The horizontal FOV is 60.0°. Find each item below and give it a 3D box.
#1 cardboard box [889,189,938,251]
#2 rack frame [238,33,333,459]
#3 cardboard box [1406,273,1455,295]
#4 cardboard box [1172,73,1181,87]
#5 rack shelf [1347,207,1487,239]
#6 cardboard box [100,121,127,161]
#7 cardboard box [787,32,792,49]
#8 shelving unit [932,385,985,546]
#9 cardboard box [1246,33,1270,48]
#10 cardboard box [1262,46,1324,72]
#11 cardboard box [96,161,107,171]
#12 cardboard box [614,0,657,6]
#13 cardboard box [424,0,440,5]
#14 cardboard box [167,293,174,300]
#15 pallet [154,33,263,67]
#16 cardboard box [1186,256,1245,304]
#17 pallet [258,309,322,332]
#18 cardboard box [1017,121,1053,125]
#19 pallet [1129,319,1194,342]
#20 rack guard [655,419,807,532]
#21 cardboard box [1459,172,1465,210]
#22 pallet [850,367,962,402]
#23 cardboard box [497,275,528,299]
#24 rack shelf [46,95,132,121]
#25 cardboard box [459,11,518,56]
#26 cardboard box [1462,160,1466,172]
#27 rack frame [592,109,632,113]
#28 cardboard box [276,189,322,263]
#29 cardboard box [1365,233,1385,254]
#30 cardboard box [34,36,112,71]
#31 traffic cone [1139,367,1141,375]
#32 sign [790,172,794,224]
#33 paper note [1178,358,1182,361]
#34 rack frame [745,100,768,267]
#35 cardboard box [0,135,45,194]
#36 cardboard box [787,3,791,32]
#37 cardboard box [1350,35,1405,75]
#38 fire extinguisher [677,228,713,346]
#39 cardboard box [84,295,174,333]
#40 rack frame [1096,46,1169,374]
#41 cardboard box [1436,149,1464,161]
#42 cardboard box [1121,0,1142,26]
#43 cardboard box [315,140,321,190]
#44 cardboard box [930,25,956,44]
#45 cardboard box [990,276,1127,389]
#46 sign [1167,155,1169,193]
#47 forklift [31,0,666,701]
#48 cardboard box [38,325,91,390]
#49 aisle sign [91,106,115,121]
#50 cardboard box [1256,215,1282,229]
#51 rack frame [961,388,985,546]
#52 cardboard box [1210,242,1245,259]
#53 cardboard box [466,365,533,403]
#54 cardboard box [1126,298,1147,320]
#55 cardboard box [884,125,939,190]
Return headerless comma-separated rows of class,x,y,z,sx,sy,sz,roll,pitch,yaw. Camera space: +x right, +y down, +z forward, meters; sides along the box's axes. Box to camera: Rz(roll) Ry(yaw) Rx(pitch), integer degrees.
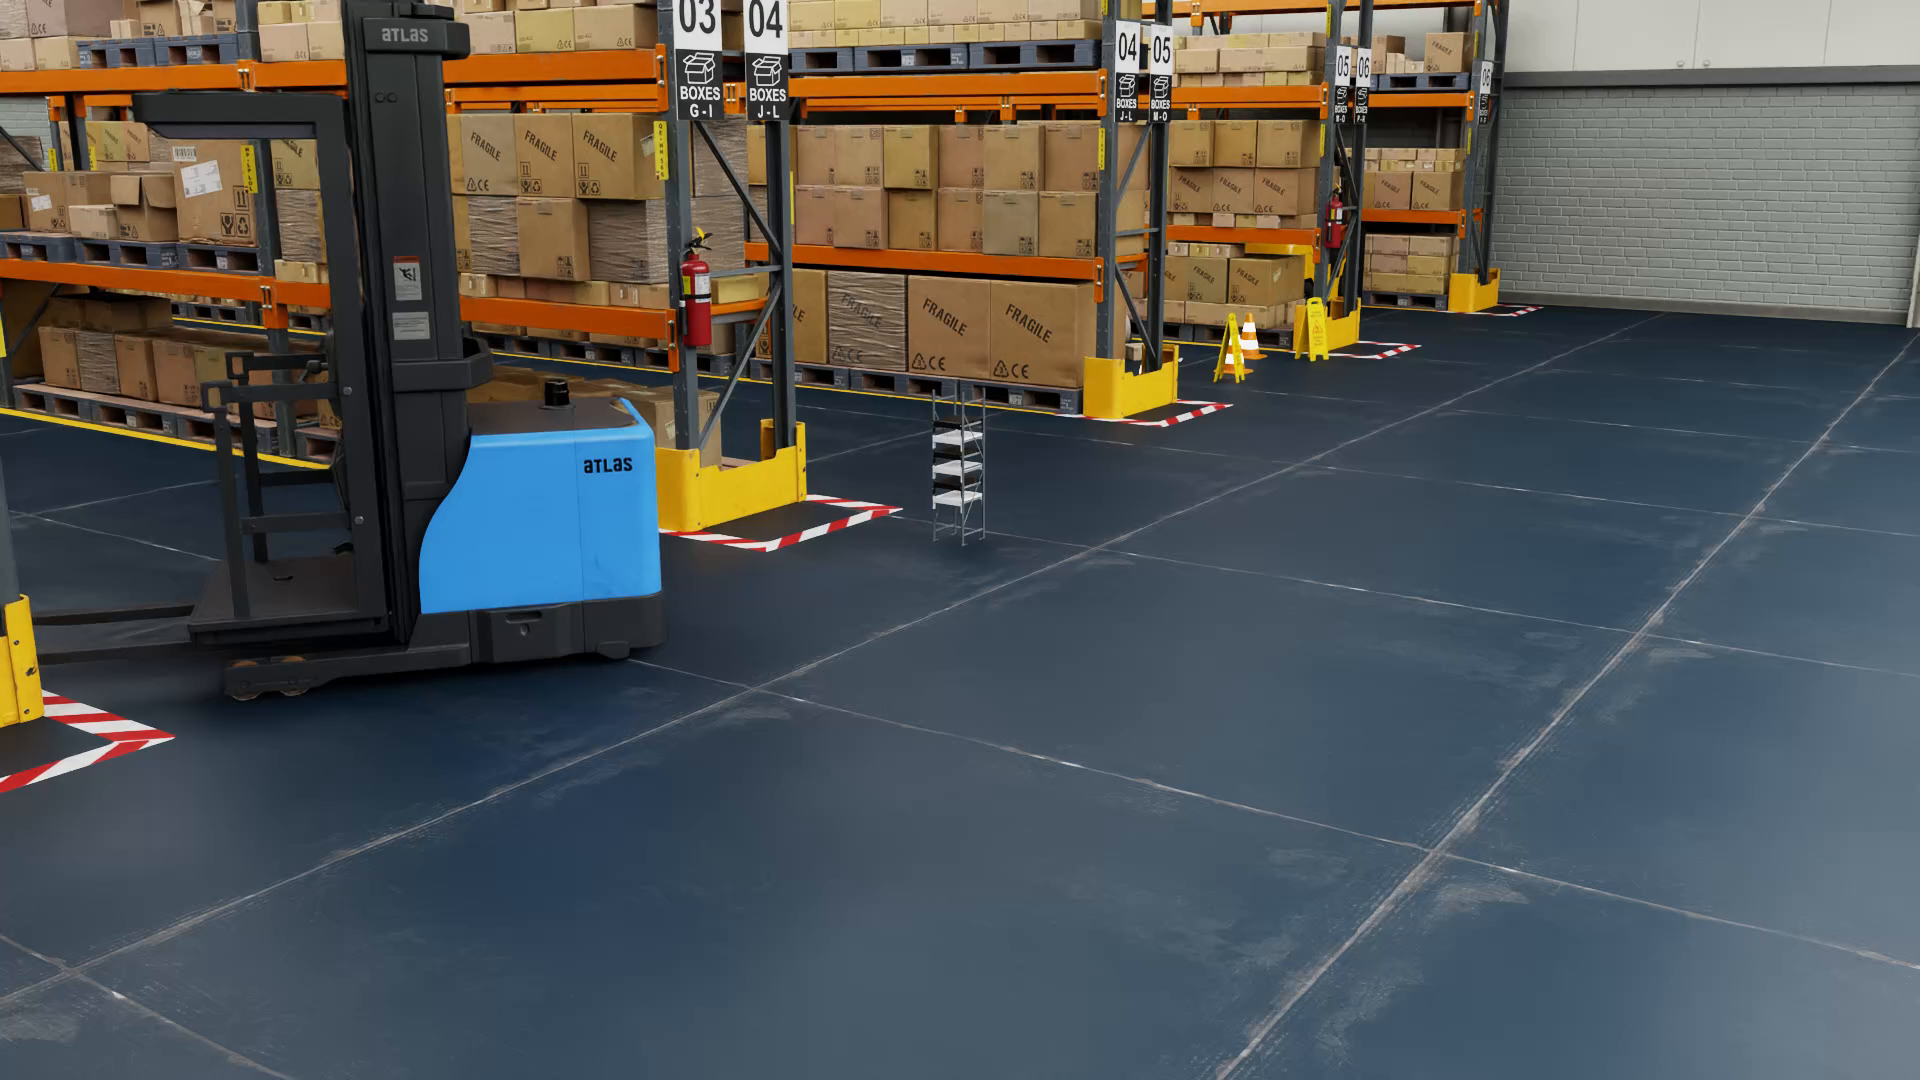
cardboard box,-0.194,-2.947,15.173,0.500,0.550,0.875,9,17,33
rack frame,-4.706,-2.162,12.315,0.127,3.000,1.000,9,17,33
cardboard box,6.345,-3.461,22.410,0.500,0.250,0.500,9,17,33
cardboard box,2.392,-5.125,18.564,0.250,0.149,0.380,9,16,32
rack shelf,5.252,-4.511,23.300,4.000,0.370,1.077,9,17,33
cardboard box,-10.745,-5.171,21.563,0.500,0.500,0.500,9,16,32
cardboard box,-1.526,-4.573,15.252,0.250,0.149,0.380,9,17,33
shelving unit,-0.007,-0.438,9.719,0.210,0.900,0.258,9,17,33
cardboard box,3.284,-5.382,17.943,0.250,0.149,0.380,9,16,32
cardboard box,3.569,-5.144,17.812,0.500,0.250,0.500,9,16,32
cardboard box,-11.135,-4.758,21.973,0.500,0.500,0.500,9,17,33
cardboard box,-1.791,-3.177,9.656,0.250,0.149,0.380,9,17,33
cardboard box,-3.272,-3.439,10.712,0.250,0.149,0.380,10,17,34
cardboard box,-10.045,-3.202,21.575,0.250,0.149,0.380,10,17,34
pallet,-5.159,-3.631,12.397,1.003,0.211,1.213,9,17,33
cardboard box,2.899,-2.959,18.823,0.500,0.500,0.500,10,17,35
pallet,-7.845,-2.753,20.503,1.213,0.211,1.003,9,17,33
cardboard box,1.069,-4.714,19.716,0.500,0.500,0.700,9,17,32
pallet,2.418,-2.538,19.636,1.213,0.211,1.003,9,17,33
rack guard,-1.450,-0.422,10.489,0.348,0.500,1.175,9,17,33
cardboard box,6.655,-4.762,22.610,0.500,0.500,0.500,10,17,35
pallet,-0.250,-1.503,15.455,1.213,0.211,1.003,9,17,33
cardboard box,-2.785,-1.665,10.830,0.250,0.149,0.380,9,17,33
rack shelf,-10.152,-5.585,21.398,4.000,0.370,1.077,9,17,33
cardboard box,-2.765,-3.160,10.414,0.500,0.250,0.500,10,17,34
cardboard box,6.774,-5.052,22.433,0.250,0.149,0.380,9,16,31
rack frame,-6.365,-6.737,30.798,0.127,3.000,1.000,9,17,33
cardboard box,-4.367,-2.282,11.973,0.500,0.500,0.875,9,17,33
cardboard box,5.504,-4.079,22.825,0.500,0.250,0.500,9,17,34
cardboard box,-6.919,-3.832,13.130,0.500,0.250,0.500,10,17,34
traffic cone,1.817,-1.724,15.824,0.334,0.463,0.336,9,17,33
sign,-1.084,-2.154,10.481,0.005,0.325,0.100,9,17,33
paper note,2.249,-1.890,17.395,0.142,0.019,0.148,3,14,14
rack frame,-2.494,-4.674,22.464,0.127,3.000,1.000,9,17,33
cardboard box,-8.623,-3.335,14.758,0.637,0.503,0.797,10,17,35
cardboard box,-1.604,-4.796,15.324,0.500,0.250,0.500,9,17,33
cardboard box,5.614,-6.517,22.374,0.500,0.500,0.700,9,17,33
fire extinguisher,-1.549,-1.481,9.724,0.183,0.674,0.296,9,17,33
cardboard box,-7.007,-1.910,14.021,0.500,0.250,0.500,12,18,39
rack frame,1.465,-2.601,14.088,0.127,3.000,1.000,9,17,33
cardboard box,6.496,-5.106,22.028,0.250,0.149,0.380,9,17,33
cardboard box,1.208,-4.497,14.115,0.500,0.250,0.500,9,17,33
cardboard box,-4.059,-2.663,11.428,0.500,0.500,0.500,9,17,33
cardboard box,-0.054,-4.335,14.291,0.250,0.149,0.380,9,17,33
cardboard box,0.866,-1.851,14.607,0.875,0.875,0.875,9,17,33
sign,1.780,-3.170,14.418,0.005,0.325,0.100,9,17,33
forklift,-2.928,-0.883,7.289,3.031,2.935,1.130,-4,15,-17
cardboard box,-7.458,-1.613,14.382,0.500,0.500,0.700,8,16,30
aisle sign,-11.704,-6.078,22.725,0.004,0.787,0.394,9,17,33
cardboard box,3.442,-3.499,18.238,0.250,0.149,0.380,9,16,32
rack frame,0.078,-0.424,9.664,0.006,0.900,0.240,9,17,33
cardboard box,2.992,-3.241,18.610,0.250,0.149,0.380,10,17,34
cardboard box,-3.358,-0.948,11.738,0.500,0.500,0.500,8,16,28
cardboard box,2.055,-2.734,19.474,0.500,0.250,0.500,9,16,32
cardboard box,-0.230,-3.458,14.991,0.500,0.550,0.875,9,17,33
